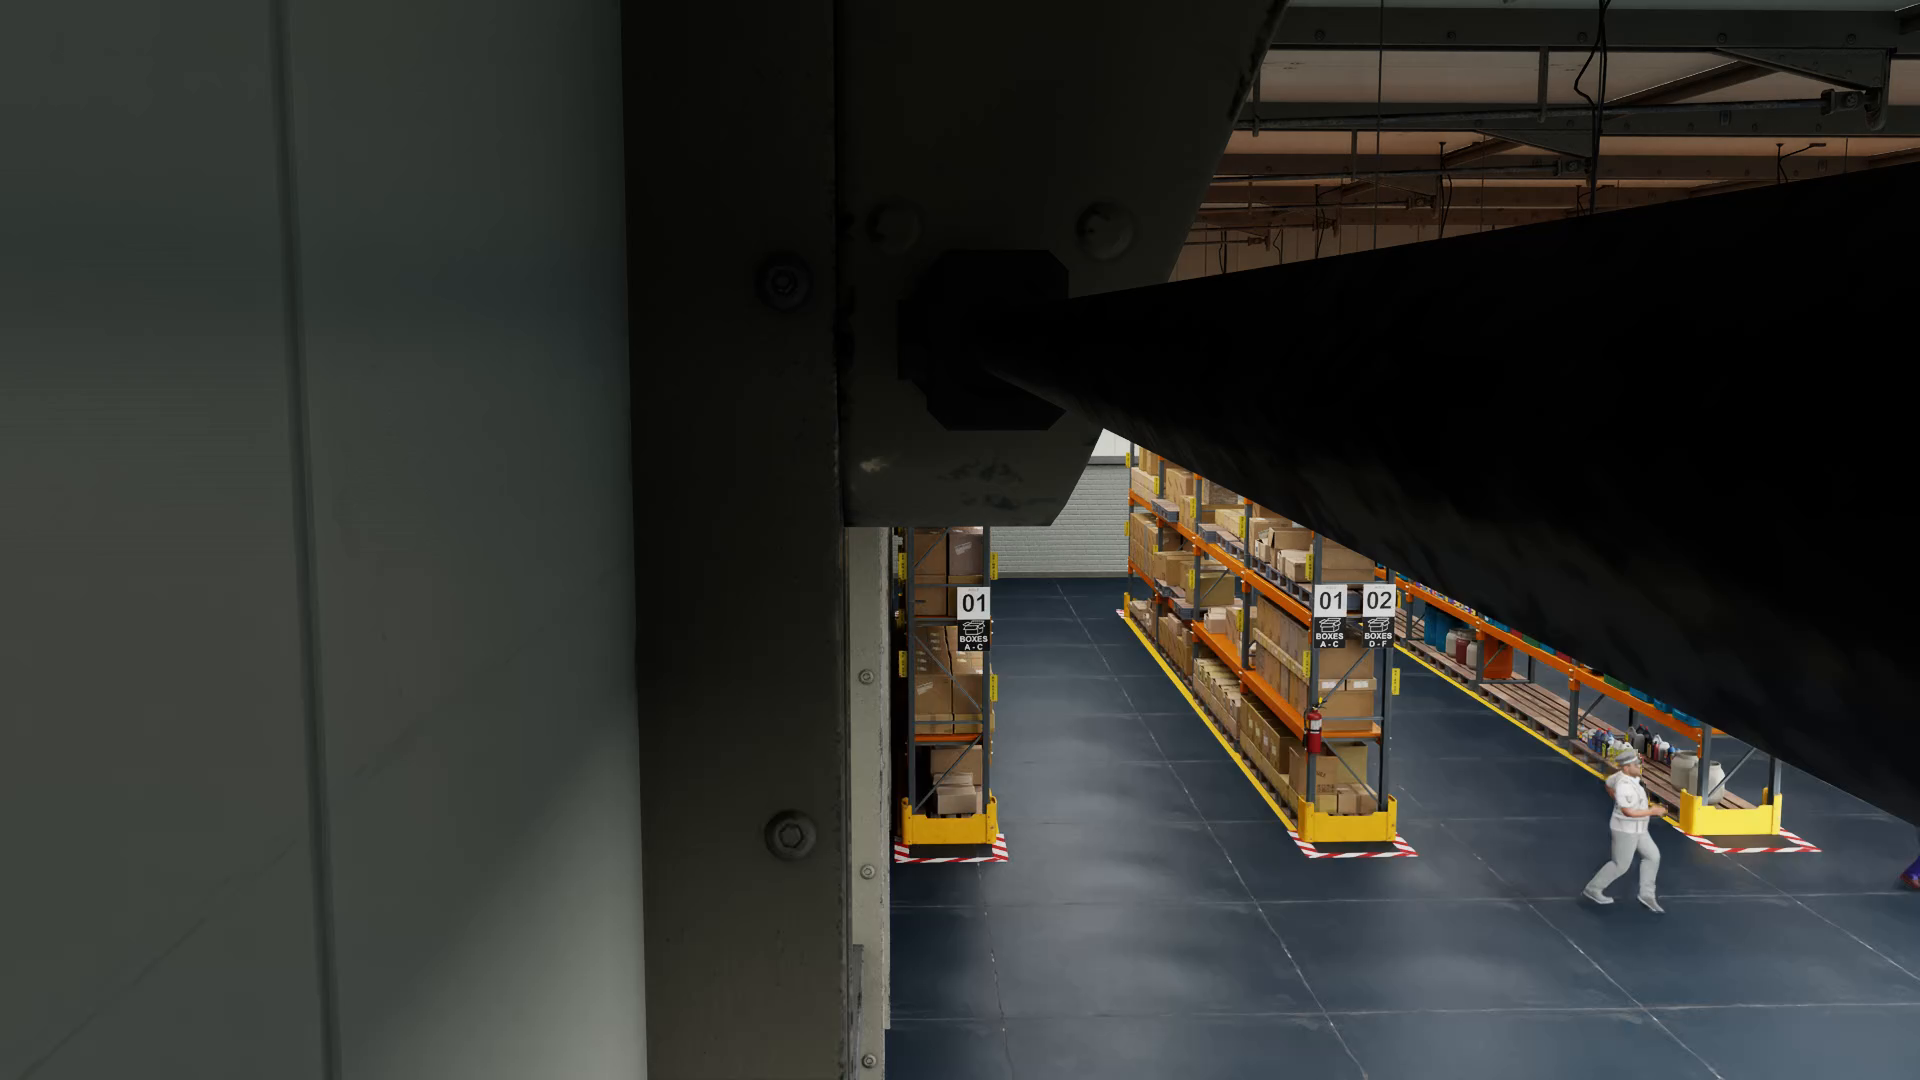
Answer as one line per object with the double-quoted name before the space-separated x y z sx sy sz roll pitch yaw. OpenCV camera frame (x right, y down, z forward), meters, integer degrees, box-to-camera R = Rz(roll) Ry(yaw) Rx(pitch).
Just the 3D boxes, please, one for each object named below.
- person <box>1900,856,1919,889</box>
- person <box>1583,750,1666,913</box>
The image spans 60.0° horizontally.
"person" 11.103 3.228 18.603 0.956 1.565 0.640 4 8 28
"person" 7.266 3.171 18.100 0.822 1.823 0.670 4 8 29
